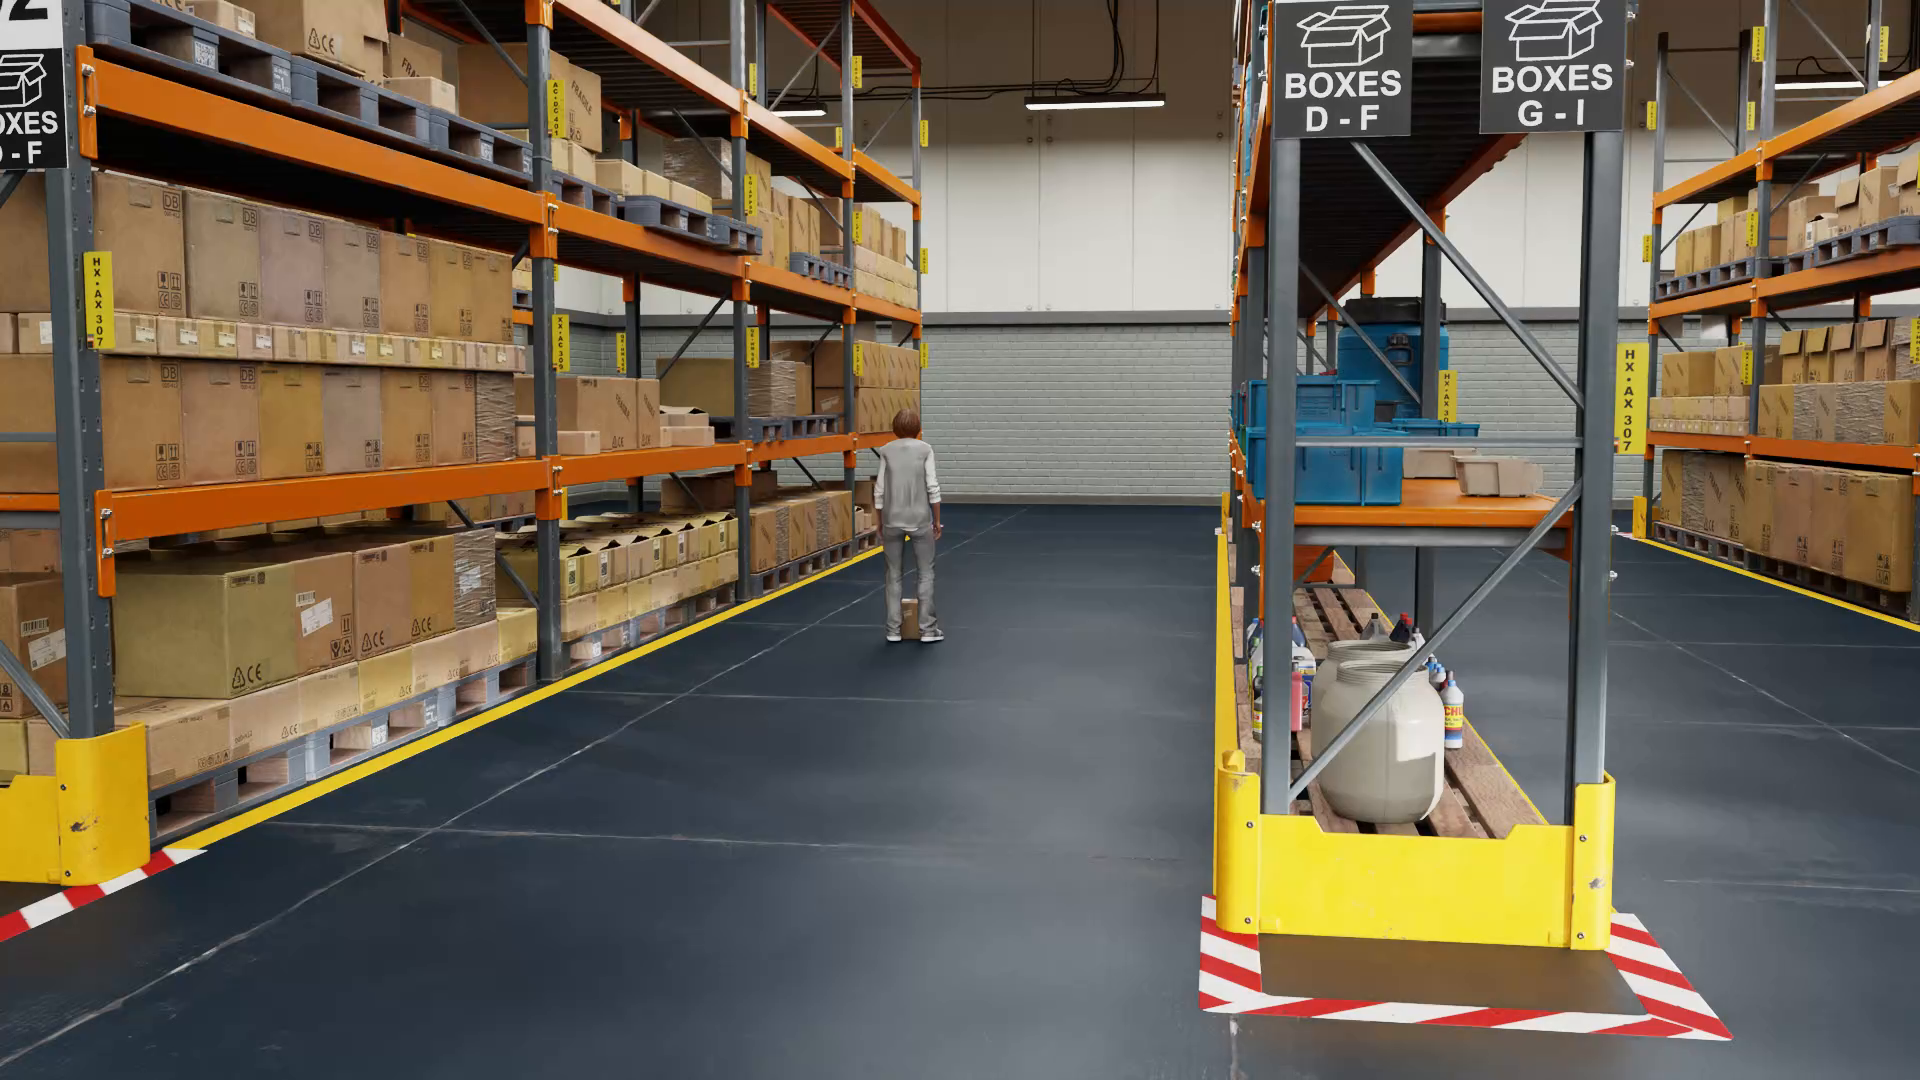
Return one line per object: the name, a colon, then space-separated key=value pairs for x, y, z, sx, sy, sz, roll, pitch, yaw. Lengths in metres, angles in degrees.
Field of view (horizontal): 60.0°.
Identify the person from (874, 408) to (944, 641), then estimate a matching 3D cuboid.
person: x=-0.354 y=-0.100 z=11.343 sx=0.464 sy=1.593 sz=0.347 roll=1 pitch=5 yaw=8
